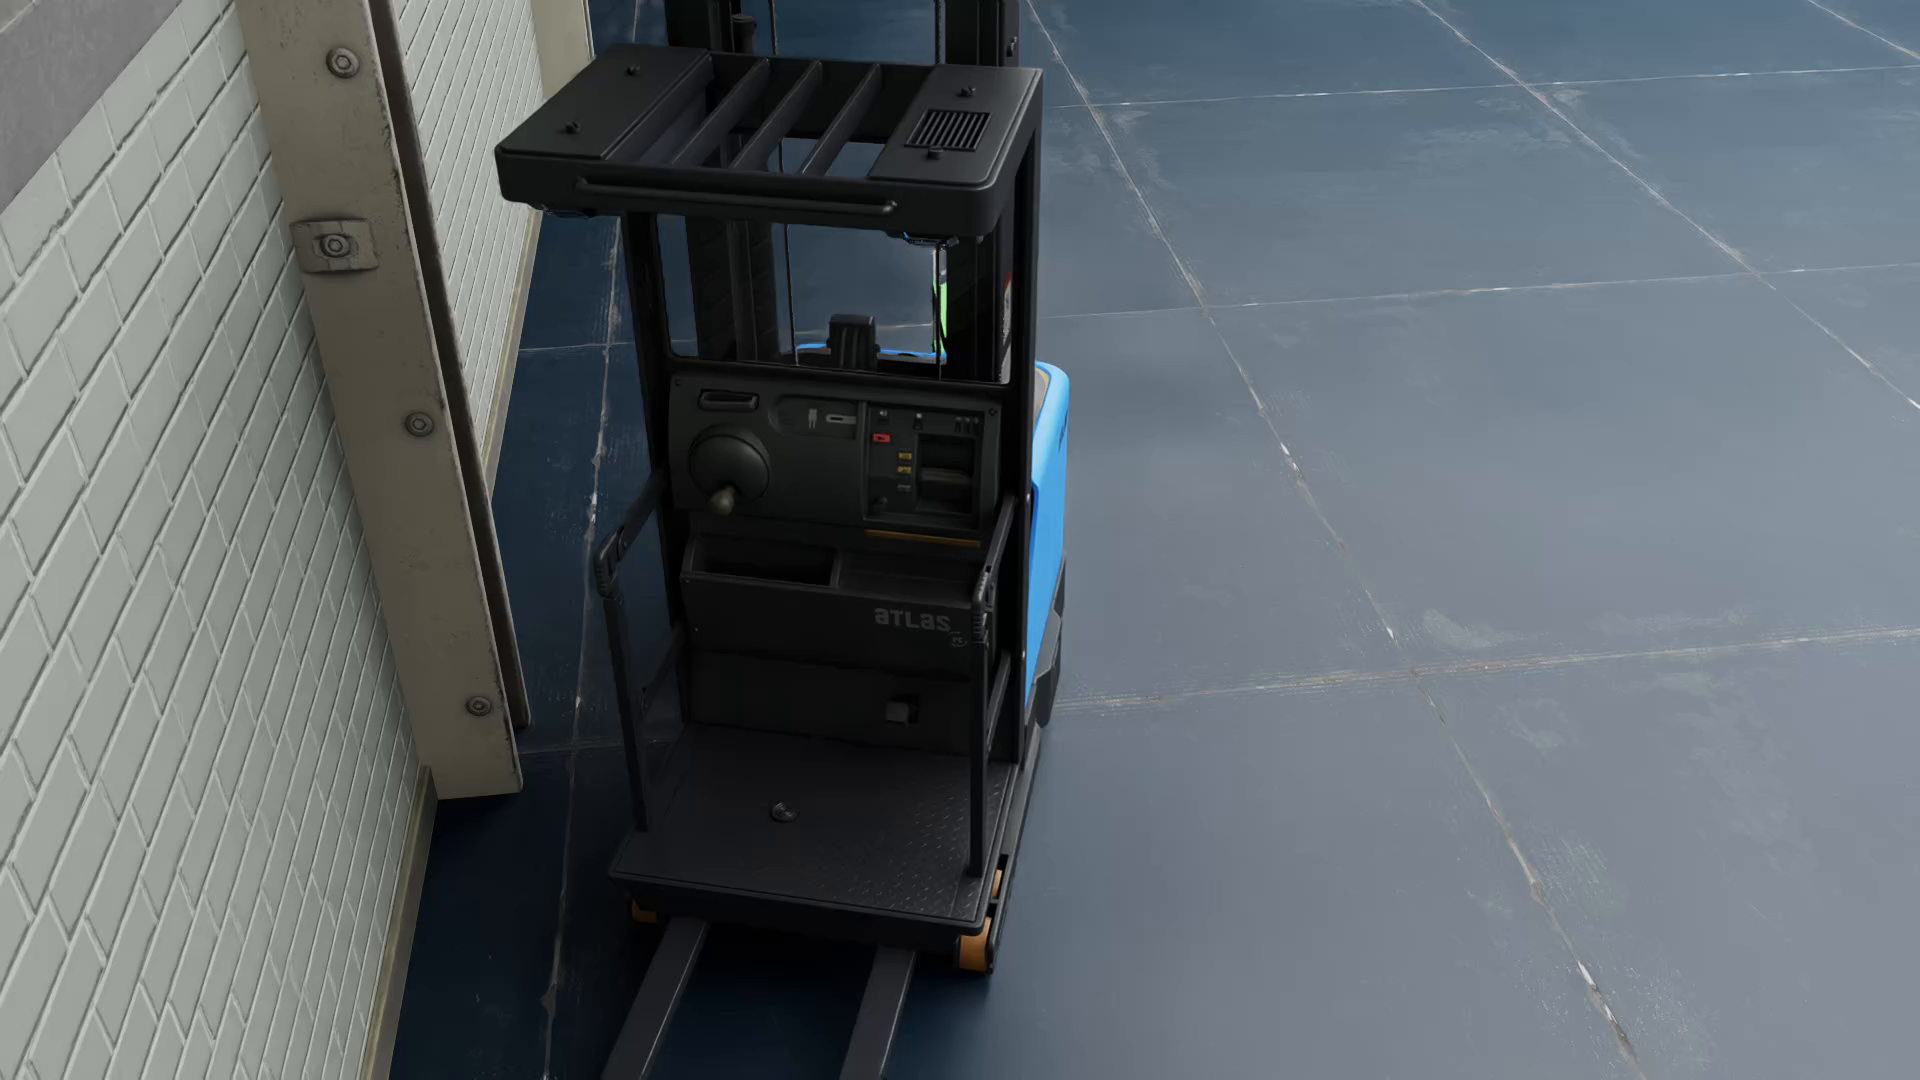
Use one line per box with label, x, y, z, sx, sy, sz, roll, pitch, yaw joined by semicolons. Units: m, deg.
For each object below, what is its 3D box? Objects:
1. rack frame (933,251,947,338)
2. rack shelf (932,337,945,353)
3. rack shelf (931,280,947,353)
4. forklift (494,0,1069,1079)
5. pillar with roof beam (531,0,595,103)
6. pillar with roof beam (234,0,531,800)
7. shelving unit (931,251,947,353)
rack frame;0.019;-0.583;6.540;0.240;1.200;0.015;-3;34;-5
rack shelf;0.044;-0.592;6.241;0.258;0.148;0.480;-3;34;-5
rack shelf;0.044;-0.790;6.105;0.258;0.148;0.480;-3;34;-5
forklift;-0.388;-0.172;4.399;1.130;2.935;3.031;6;35;9
pillar with roof beam;1.824;-6.655;8.525;9.100;9.000;0.400;-4;35;-6
pillar with roof beam;2.631;-3.307;3.612;9.100;9.000;0.400;-4;35;-6
shelving unit;0.044;-0.447;6.340;0.258;1.200;0.503;-3;34;-5
